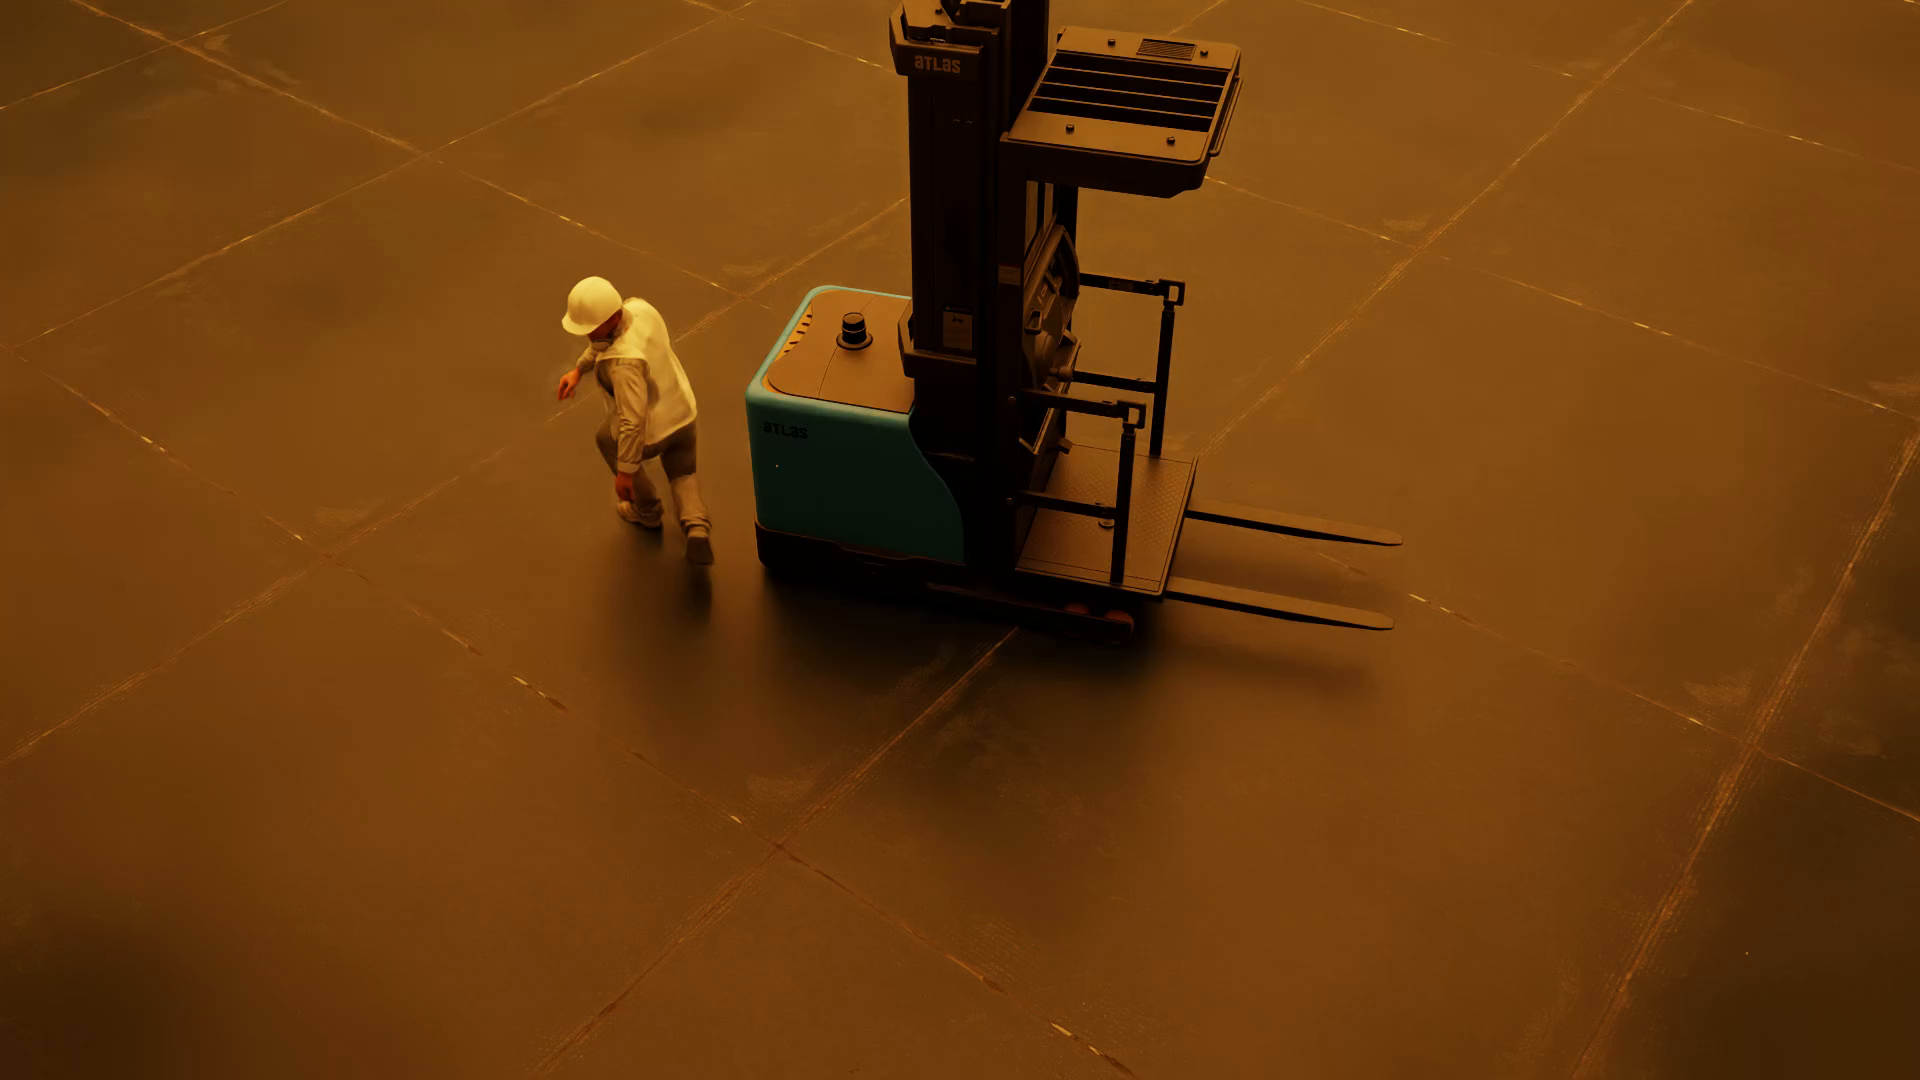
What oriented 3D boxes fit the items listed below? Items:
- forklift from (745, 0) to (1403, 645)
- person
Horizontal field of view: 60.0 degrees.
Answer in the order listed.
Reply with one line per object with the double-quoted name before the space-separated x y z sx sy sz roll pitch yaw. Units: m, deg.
"forklift" 0.587 -1.011 7.260 3.031 2.935 1.130 10 41 12
"person" -1.521 -0.566 7.846 0.880 1.547 0.632 31 49 31
